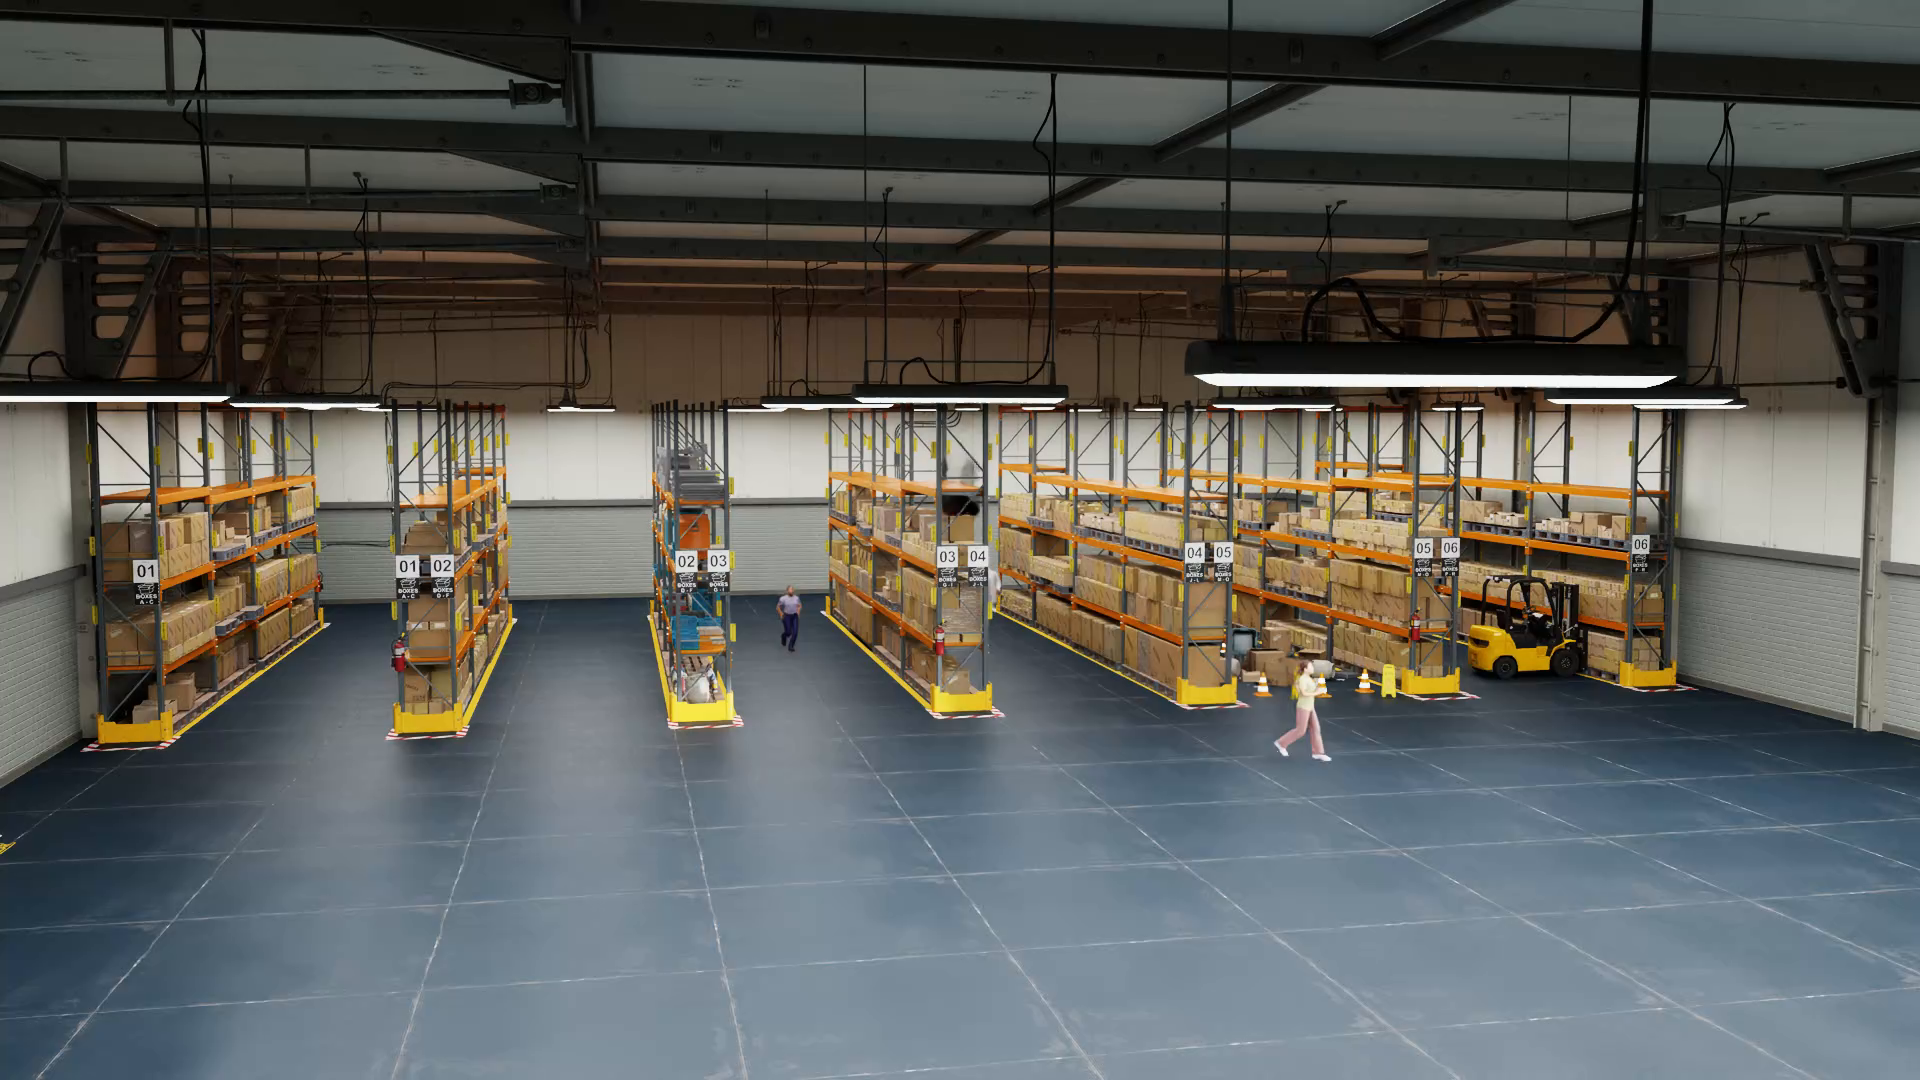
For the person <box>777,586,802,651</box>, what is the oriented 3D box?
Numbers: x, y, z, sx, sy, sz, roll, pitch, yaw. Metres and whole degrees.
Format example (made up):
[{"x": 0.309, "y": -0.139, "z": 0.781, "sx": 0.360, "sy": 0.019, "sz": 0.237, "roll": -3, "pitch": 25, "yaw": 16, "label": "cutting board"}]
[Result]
[{"x": -4.099, "y": 1.897, "z": 40.227, "sx": 0.607, "sy": 1.594, "sz": 0.551, "roll": -2, "pitch": 5, "yaw": -23, "label": "person"}]

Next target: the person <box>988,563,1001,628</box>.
[{"x": 0.739, "y": 1.472, "z": 44.940, "sx": 0.721, "sy": 1.756, "sz": 0.702, "roll": -1, "pitch": 4, "yaw": -7, "label": "person"}]

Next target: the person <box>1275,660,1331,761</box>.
[{"x": 5.670, "y": 2.796, "z": 27.443, "sx": 0.929, "sy": 1.662, "sz": 0.594, "roll": 2, "pitch": 5, "yaw": 22, "label": "person"}]

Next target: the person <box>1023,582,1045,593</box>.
[{"x": 2.189, "y": 1.119, "z": 50.006, "sx": 0.930, "sy": 1.680, "sz": 0.652, "roll": -2, "pitch": 5, "yaw": -28, "label": "person"}]
